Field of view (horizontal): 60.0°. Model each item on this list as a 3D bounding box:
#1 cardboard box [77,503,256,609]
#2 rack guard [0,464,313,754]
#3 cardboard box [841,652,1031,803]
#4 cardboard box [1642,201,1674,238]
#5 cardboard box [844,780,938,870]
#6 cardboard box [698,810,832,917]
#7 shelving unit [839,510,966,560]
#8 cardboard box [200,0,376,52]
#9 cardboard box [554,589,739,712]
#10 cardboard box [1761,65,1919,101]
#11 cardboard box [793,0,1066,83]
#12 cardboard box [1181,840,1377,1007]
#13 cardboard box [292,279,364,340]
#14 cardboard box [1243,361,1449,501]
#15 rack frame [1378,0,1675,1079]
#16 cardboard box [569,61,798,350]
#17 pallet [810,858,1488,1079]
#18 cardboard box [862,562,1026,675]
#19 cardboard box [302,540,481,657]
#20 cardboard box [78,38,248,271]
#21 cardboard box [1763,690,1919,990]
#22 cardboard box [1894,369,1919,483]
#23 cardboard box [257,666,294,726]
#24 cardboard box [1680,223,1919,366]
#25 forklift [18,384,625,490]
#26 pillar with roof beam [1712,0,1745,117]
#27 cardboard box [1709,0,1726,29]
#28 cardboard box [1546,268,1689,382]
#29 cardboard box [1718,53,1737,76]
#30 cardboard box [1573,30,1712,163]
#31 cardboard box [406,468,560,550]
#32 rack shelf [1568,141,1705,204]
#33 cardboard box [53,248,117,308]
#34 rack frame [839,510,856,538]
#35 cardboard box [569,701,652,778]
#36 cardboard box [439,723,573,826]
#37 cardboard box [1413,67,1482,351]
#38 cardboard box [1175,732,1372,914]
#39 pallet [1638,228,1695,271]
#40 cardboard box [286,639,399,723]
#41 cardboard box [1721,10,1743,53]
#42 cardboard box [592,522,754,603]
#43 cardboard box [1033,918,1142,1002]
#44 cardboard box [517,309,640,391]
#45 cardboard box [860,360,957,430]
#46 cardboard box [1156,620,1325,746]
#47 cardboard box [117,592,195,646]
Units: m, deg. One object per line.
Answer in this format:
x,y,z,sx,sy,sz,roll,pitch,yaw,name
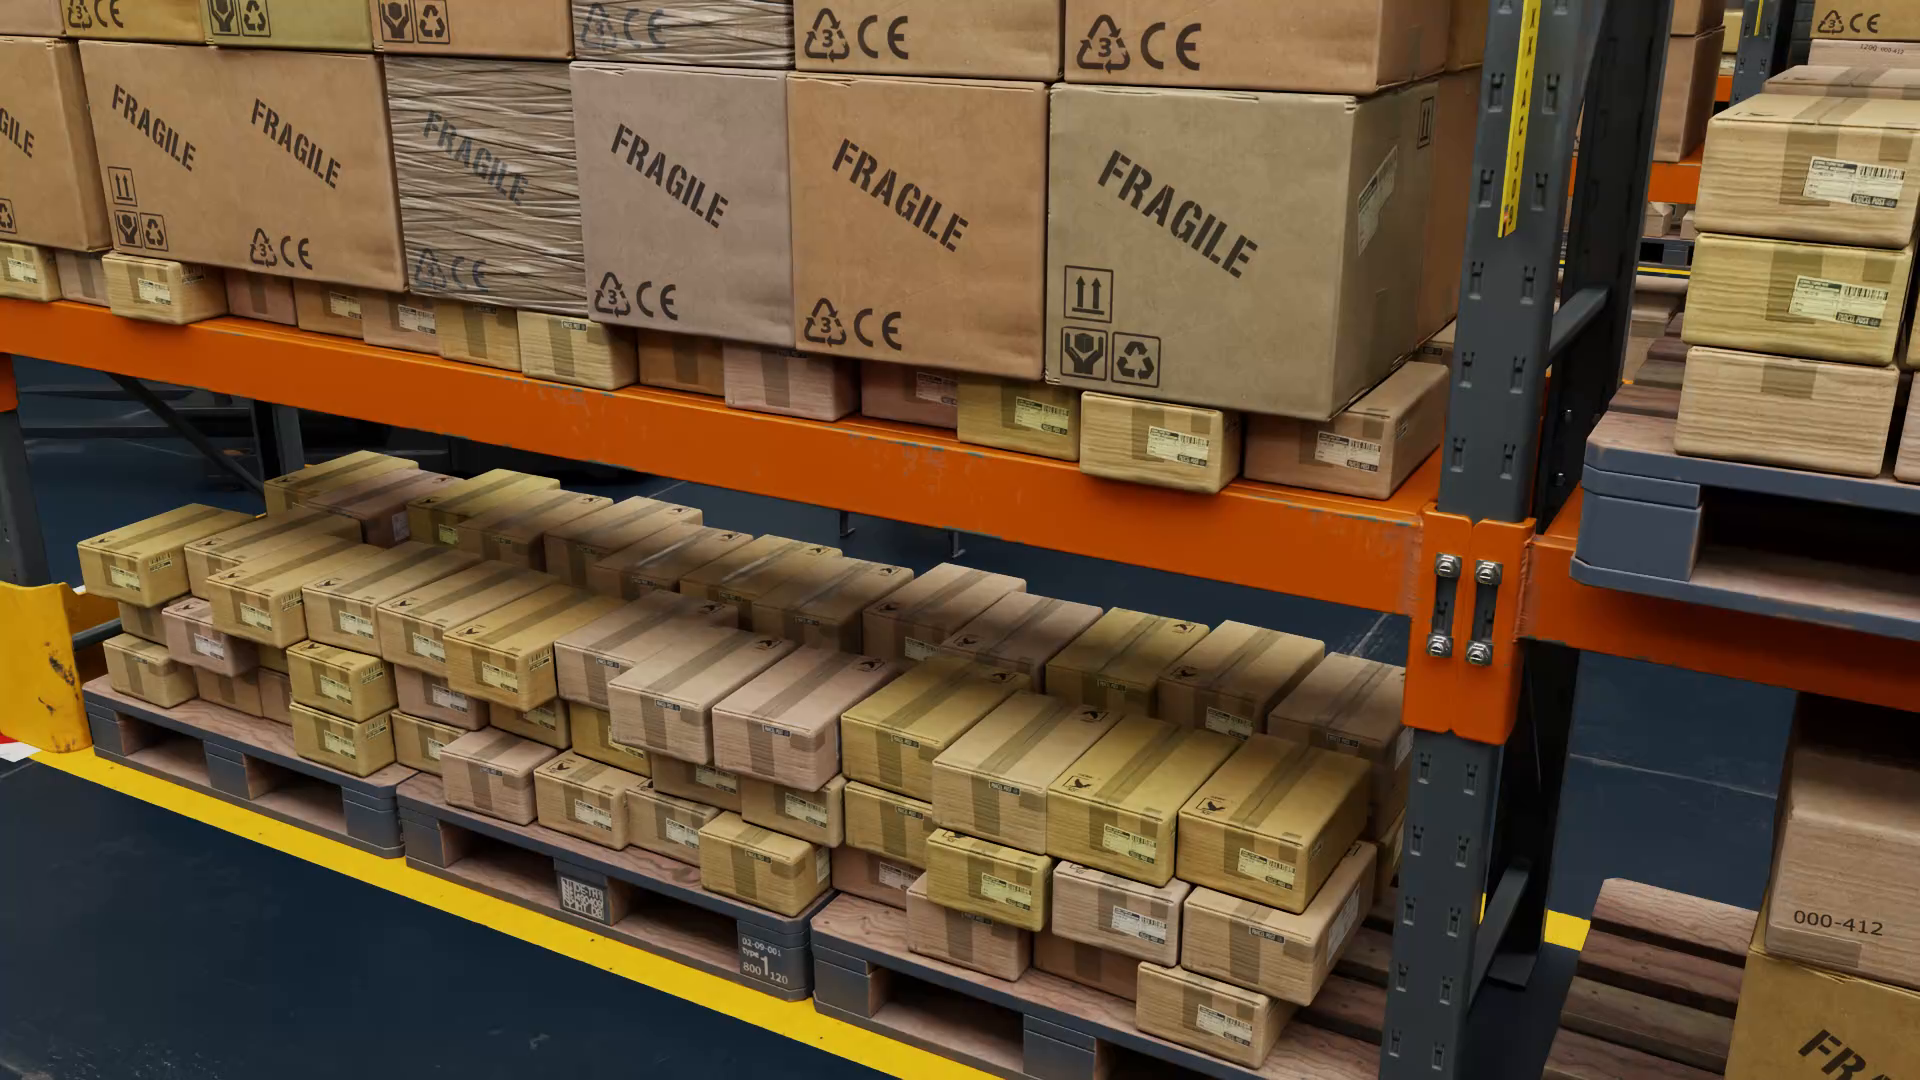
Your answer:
-2.157,0.038,4.554,0.250,0.149,0.380,10,22,25,cardboard box
-2.383,0.174,5.151,0.348,0.500,1.175,11,23,27,rack guard
-0.046,0.397,3.565,0.250,0.149,0.380,12,23,29,cardboard box
4.845,-2.294,11.683,0.258,0.266,0.396,12,23,29,cardboard box
-0.043,0.545,3.591,0.250,0.149,0.380,11,23,28,cardboard box
-0.369,0.659,3.715,0.250,0.149,0.380,11,23,27,cardboard box
-0.145,-1.015,6.083,0.503,2.100,0.431,11,23,27,shelving unit
-1.300,-1.341,3.615,0.500,0.500,0.500,10,22,26,cardboard box
-0.733,0.264,3.930,0.250,0.149,0.380,11,23,27,cardboard box
1.489,-0.699,2.772,0.250,0.149,0.380,12,23,30,cardboard box
0.047,-1.087,2.914,0.500,0.500,0.500,10,22,26,cardboard box
0.613,0.697,3.174,0.250,0.149,0.380,11,23,28,cardboard box
-1.357,-0.598,3.985,0.250,0.149,0.380,11,22,27,cardboard box
0.679,-0.208,2.908,0.250,0.149,0.380,11,22,27,cardboard box
1.043,-0.348,2.926,0.127,3.000,1.000,11,23,27,rack frame
-0.403,-0.701,3.316,0.500,0.500,0.500,11,23,27,cardboard box
0.439,0.862,3.681,1.213,0.211,1.003,11,23,27,pallet
-0.034,0.202,4.102,0.250,0.149,0.380,11,23,28,cardboard box
-1.444,0.145,4.260,0.250,0.149,0.380,10,22,25,cardboard box
-1.712,-0.962,4.035,0.500,0.500,0.500,11,23,27,cardboard box
1.559,0.478,2.597,0.500,0.250,0.500,10,22,25,cardboard box
1.407,-0.181,2.217,0.250,0.149,0.380,11,23,28,cardboard box
-1.659,0.370,4.511,0.250,0.149,0.380,11,23,28,cardboard box
1.163,-0.365,2.289,0.250,0.149,0.380,11,23,28,cardboard box
-2.780,-1.768,6.941,3.031,2.935,1.130,-1,20,-2,forklift
3.518,-5.240,7.613,0.400,9.000,9.100,11,23,27,pillar with roof beam
3.071,-2.507,7.265,0.500,0.500,0.500,11,23,28,cardboard box
2.873,-0.968,7.776,0.875,0.438,0.875,10,22,27,cardboard box
5.147,-3.214,11.194,0.250,0.149,0.380,11,23,29,cardboard box
2.839,-1.887,7.021,0.500,0.500,0.500,11,23,28,cardboard box
-1.384,-0.074,4.862,0.250,0.149,0.380,10,22,26,cardboard box
1.623,-1.833,8.075,4.000,0.370,1.077,11,23,27,rack shelf
-2.084,-0.714,4.303,0.250,0.149,0.380,12,23,29,cardboard box
-0.358,-1.055,6.195,0.015,2.100,0.400,11,23,27,rack frame
-0.711,0.401,3.989,0.250,0.149,0.380,12,23,30,cardboard box
-1.045,0.527,4.079,0.250,0.149,0.380,10,22,25,cardboard box
0.733,-0.692,3.292,0.500,0.500,0.500,10,22,26,cardboard box
0.605,0.533,3.189,0.250,0.149,0.380,12,23,29,cardboard box
5.187,-2.120,11.902,1.213,0.211,1.003,11,23,27,pallet
-1.478,0.305,4.255,0.250,0.149,0.380,12,23,29,cardboard box
5.223,-3.398,11.118,0.500,0.250,0.500,11,23,29,cardboard box
-0.751,0.093,4.402,0.250,0.149,0.380,10,22,26,cardboard box
0.348,0.763,3.429,0.250,0.149,0.380,12,23,29,cardboard box
-0.721,-0.446,3.566,0.250,0.149,0.380,11,23,28,cardboard box
0.006,-0.344,3.283,0.250,0.149,0.380,10,22,26,cardboard box
0.632,0.332,3.742,0.250,0.149,0.380,12,23,30,cardboard box
-2.117,0.153,4.673,0.250,0.149,0.380,12,23,30,cardboard box
